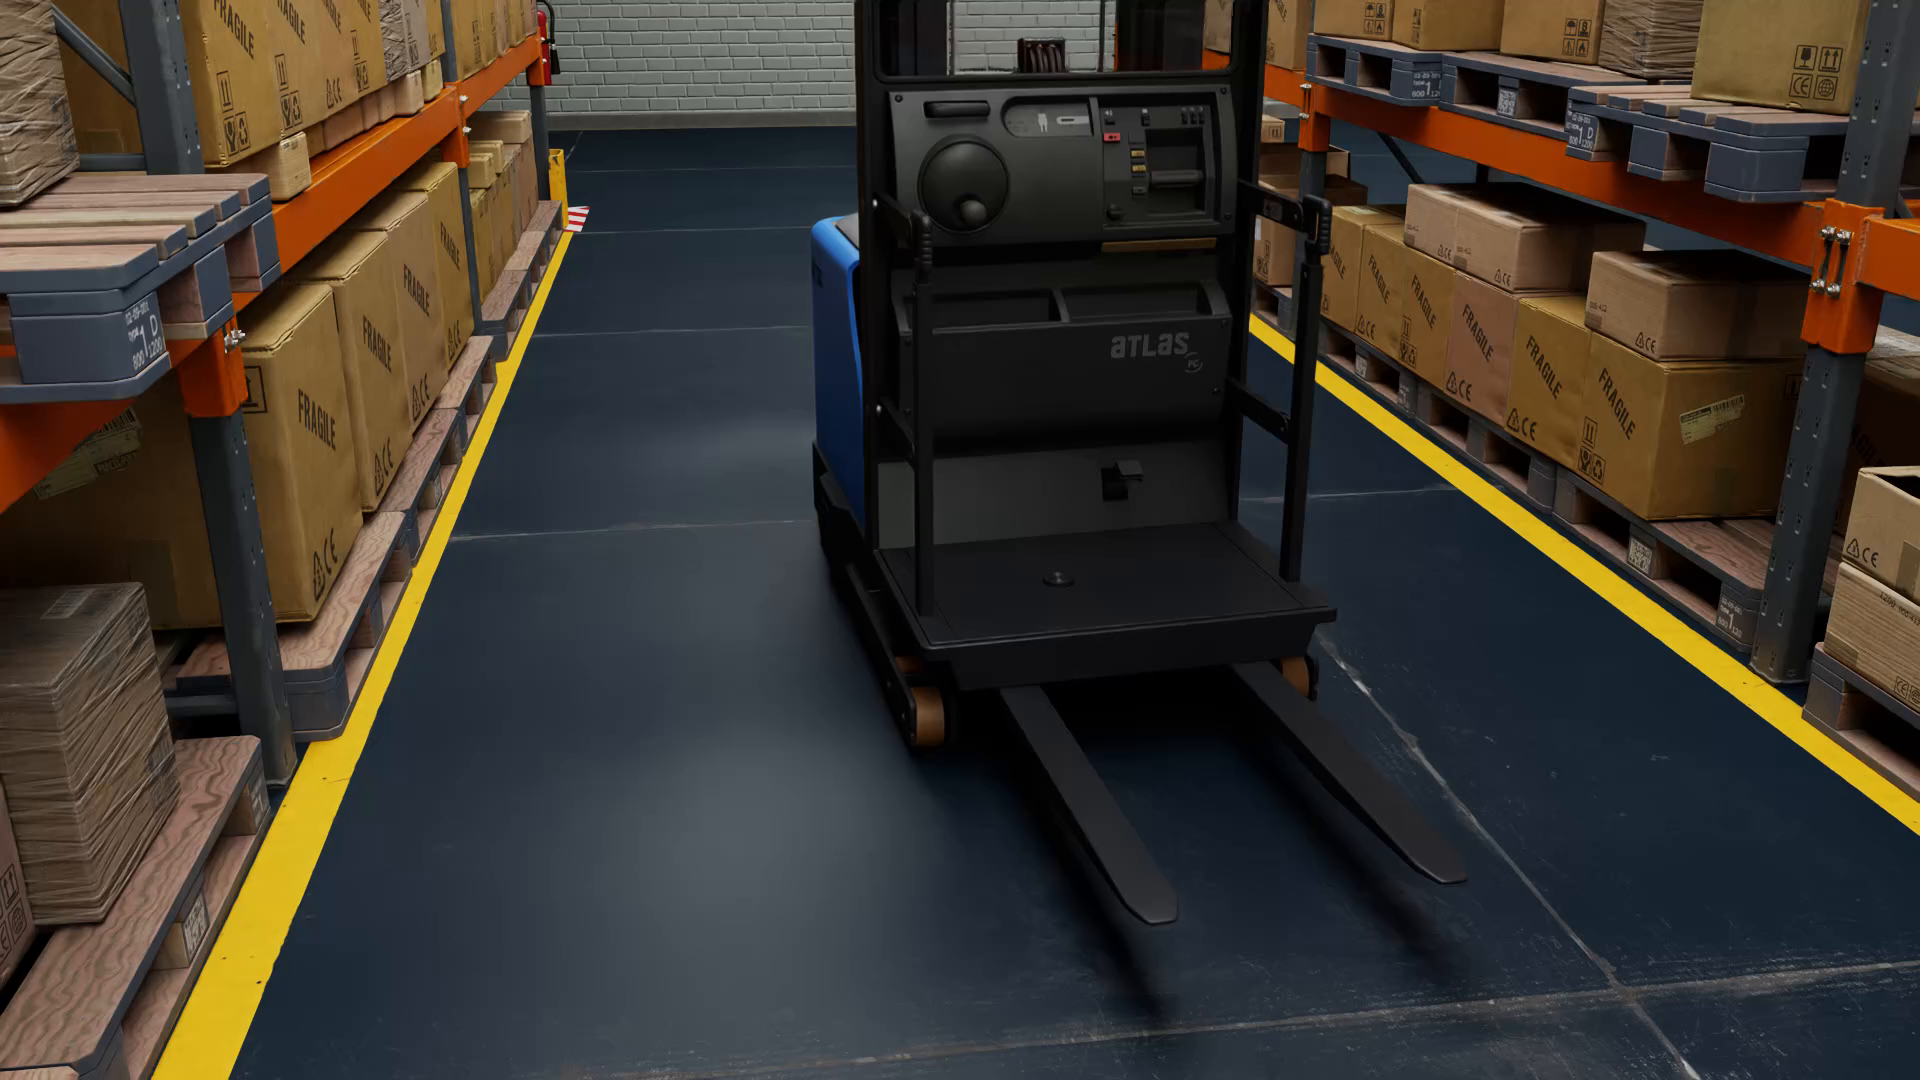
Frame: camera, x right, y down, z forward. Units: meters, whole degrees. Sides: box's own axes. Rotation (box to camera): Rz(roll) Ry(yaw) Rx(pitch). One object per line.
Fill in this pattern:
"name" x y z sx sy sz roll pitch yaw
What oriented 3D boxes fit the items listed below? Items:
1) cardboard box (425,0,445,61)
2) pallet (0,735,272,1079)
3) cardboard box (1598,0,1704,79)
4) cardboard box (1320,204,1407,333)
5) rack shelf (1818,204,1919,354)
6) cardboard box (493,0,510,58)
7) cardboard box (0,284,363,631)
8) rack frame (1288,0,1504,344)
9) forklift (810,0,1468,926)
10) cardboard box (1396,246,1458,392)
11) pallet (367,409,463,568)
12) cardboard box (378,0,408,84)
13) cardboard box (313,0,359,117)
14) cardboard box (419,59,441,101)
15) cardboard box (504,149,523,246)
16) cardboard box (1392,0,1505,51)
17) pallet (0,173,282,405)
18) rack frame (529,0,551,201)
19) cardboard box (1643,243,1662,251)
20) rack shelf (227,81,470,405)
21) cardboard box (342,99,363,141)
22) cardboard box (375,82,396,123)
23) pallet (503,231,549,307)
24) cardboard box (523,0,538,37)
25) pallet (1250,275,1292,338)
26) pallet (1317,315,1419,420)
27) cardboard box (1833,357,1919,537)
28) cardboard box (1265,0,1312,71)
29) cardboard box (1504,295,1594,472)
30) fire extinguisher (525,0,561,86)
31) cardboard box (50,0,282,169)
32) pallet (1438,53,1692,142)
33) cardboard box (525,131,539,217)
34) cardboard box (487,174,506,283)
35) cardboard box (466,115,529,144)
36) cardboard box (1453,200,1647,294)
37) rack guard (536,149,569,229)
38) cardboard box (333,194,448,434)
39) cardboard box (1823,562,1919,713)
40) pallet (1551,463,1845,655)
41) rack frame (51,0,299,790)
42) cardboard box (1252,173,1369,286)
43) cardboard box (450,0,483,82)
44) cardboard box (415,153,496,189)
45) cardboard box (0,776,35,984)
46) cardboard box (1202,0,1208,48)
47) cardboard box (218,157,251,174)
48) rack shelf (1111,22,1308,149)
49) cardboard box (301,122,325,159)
"cardboard box" -2.416 -2.224 6.788 0.500 0.500 0.500 -3 21 -9
"pallet" -2.044 0.786 3.310 1.003 0.211 1.213 -3 21 -8
"cardboard box" 2.601 -1.824 5.571 0.700 0.500 0.500 1 20 2
"cardboard box" 1.998 -1.282 7.806 0.500 0.500 0.500 -4 21 -10
"rack shelf" 3.034 -0.013 2.491 1.077 0.370 4.000 -3 21 -8
"cardboard box" -3.008 -3.010 9.058 0.980 0.700 0.700 -4 21 -10
"cardboard box" -2.131 -0.242 4.549 0.750 0.750 0.750 -3 21 -8
"rack frame" 2.170 -2.427 7.927 1.000 3.000 0.127 -3 21 -8
"forklift" 0.330 -0.982 4.157 1.130 2.935 3.031 -5 21 -13
"cardboard box" 2.151 -0.925 6.849 0.500 0.500 0.500 -3 21 -7
"pallet" -2.367 -0.183 5.904 1.003 0.211 1.213 -3 21 -8
"cardboard box" -2.269 -1.874 5.850 0.500 0.500 0.500 -3 21 -8
"cardboard box" -2.109 -1.521 4.906 0.500 0.500 0.500 -3 21 -8
"cardboard box" -2.343 -1.879 6.790 0.380 0.149 0.250 -3 21 -7
"cardboard box" -2.963 -2.002 9.762 0.700 0.500 0.500 -4 21 -10
"cardboard box" 2.178 -2.260 6.738 0.700 0.500 0.500 0 20 1
"pallet" -1.947 -0.460 2.934 1.213 0.211 1.003 -3 21 -8
"rack frame" -3.308 -3.561 10.963 1.000 3.000 0.127 -3 21 -8
"cardboard box" 2.659 -0.961 6.945 0.500 0.500 0.500 -3 21 -7
"rack shelf" -2.444 -1.146 5.527 1.077 0.370 4.000 -3 21 -8
"cardboard box" -2.236 -1.430 5.589 0.380 0.149 0.250 -2 21 -6
"cardboard box" -2.285 -1.610 6.071 0.380 0.149 0.250 -3 21 -8
"pallet" -2.943 -1.560 9.592 1.003 0.211 1.213 -3 21 -8
"cardboard box" -3.225 -3.525 10.439 0.980 0.700 0.700 -2 21 -5
"pallet" 2.071 -1.359 9.052 1.003 0.211 1.213 -3 21 -8
"pallet" 2.324 -0.841 7.666 1.003 0.211 1.213 -3 21 -8
"cardboard box" 2.963 -0.249 5.040 0.500 0.500 0.500 -2 21 -5
"cardboard box" 1.844 -2.634 8.339 0.500 0.500 0.500 -3 21 -7
"cardboard box" 2.305 -0.568 5.895 0.500 0.500 0.500 -4 21 -10
"fire extinguisher" -2.874 -3.425 11.244 0.296 0.674 0.183 -3 21 -8
"cardboard box" -1.972 -1.168 3.959 0.500 0.500 0.500 -2 21 -6
"pallet" 2.461 -1.625 6.055 1.003 0.211 1.213 -3 21 -8
"cardboard box" -3.109 -2.349 10.692 0.700 0.500 0.500 -3 21 -8
"cardboard box" -2.807 -1.640 8.792 0.700 0.500 0.500 -3 21 -8
"cardboard box" -2.872 -2.529 10.247 0.380 0.149 0.250 -2 21 -6
"cardboard box" 2.215 -1.114 6.283 0.500 0.250 0.500 -3 21 -9
"rack guard" -3.312 -2.398 11.423 1.175 0.500 0.348 -3 21 -8
"cardboard box" -2.378 -0.840 6.149 0.750 0.750 0.750 -2 21 -6
"cardboard box" 2.531 0.245 4.102 0.500 0.250 0.500 -3 21 -8
"pallet" 2.676 0.004 5.405 1.003 0.211 1.213 -3 21 -8
"rack frame" -2.155 -0.791 3.547 1.000 3.000 0.127 -3 21 -8
"cardboard box" 1.807 -1.645 8.778 0.500 0.500 0.500 -3 21 -8
"cardboard box" -2.794 -2.505 7.708 0.980 0.700 0.700 -3 21 -7
"cardboard box" -2.607 -1.897 8.555 0.380 0.149 0.250 -2 21 -6
"cardboard box" -2.041 0.605 2.754 0.700 0.500 0.500 -3 21 -8
"cardboard box" 1.616 -3.166 9.764 0.500 0.500 0.500 -3 21 -7
"cardboard box" -2.001 -0.896 4.159 0.380 0.149 0.250 -3 21 -7
"rack shelf" 1.881 -2.783 9.907 1.077 0.370 4.000 -3 21 -8
"cardboard box" -2.187 -1.252 5.113 0.380 0.149 0.250 -3 21 -7
